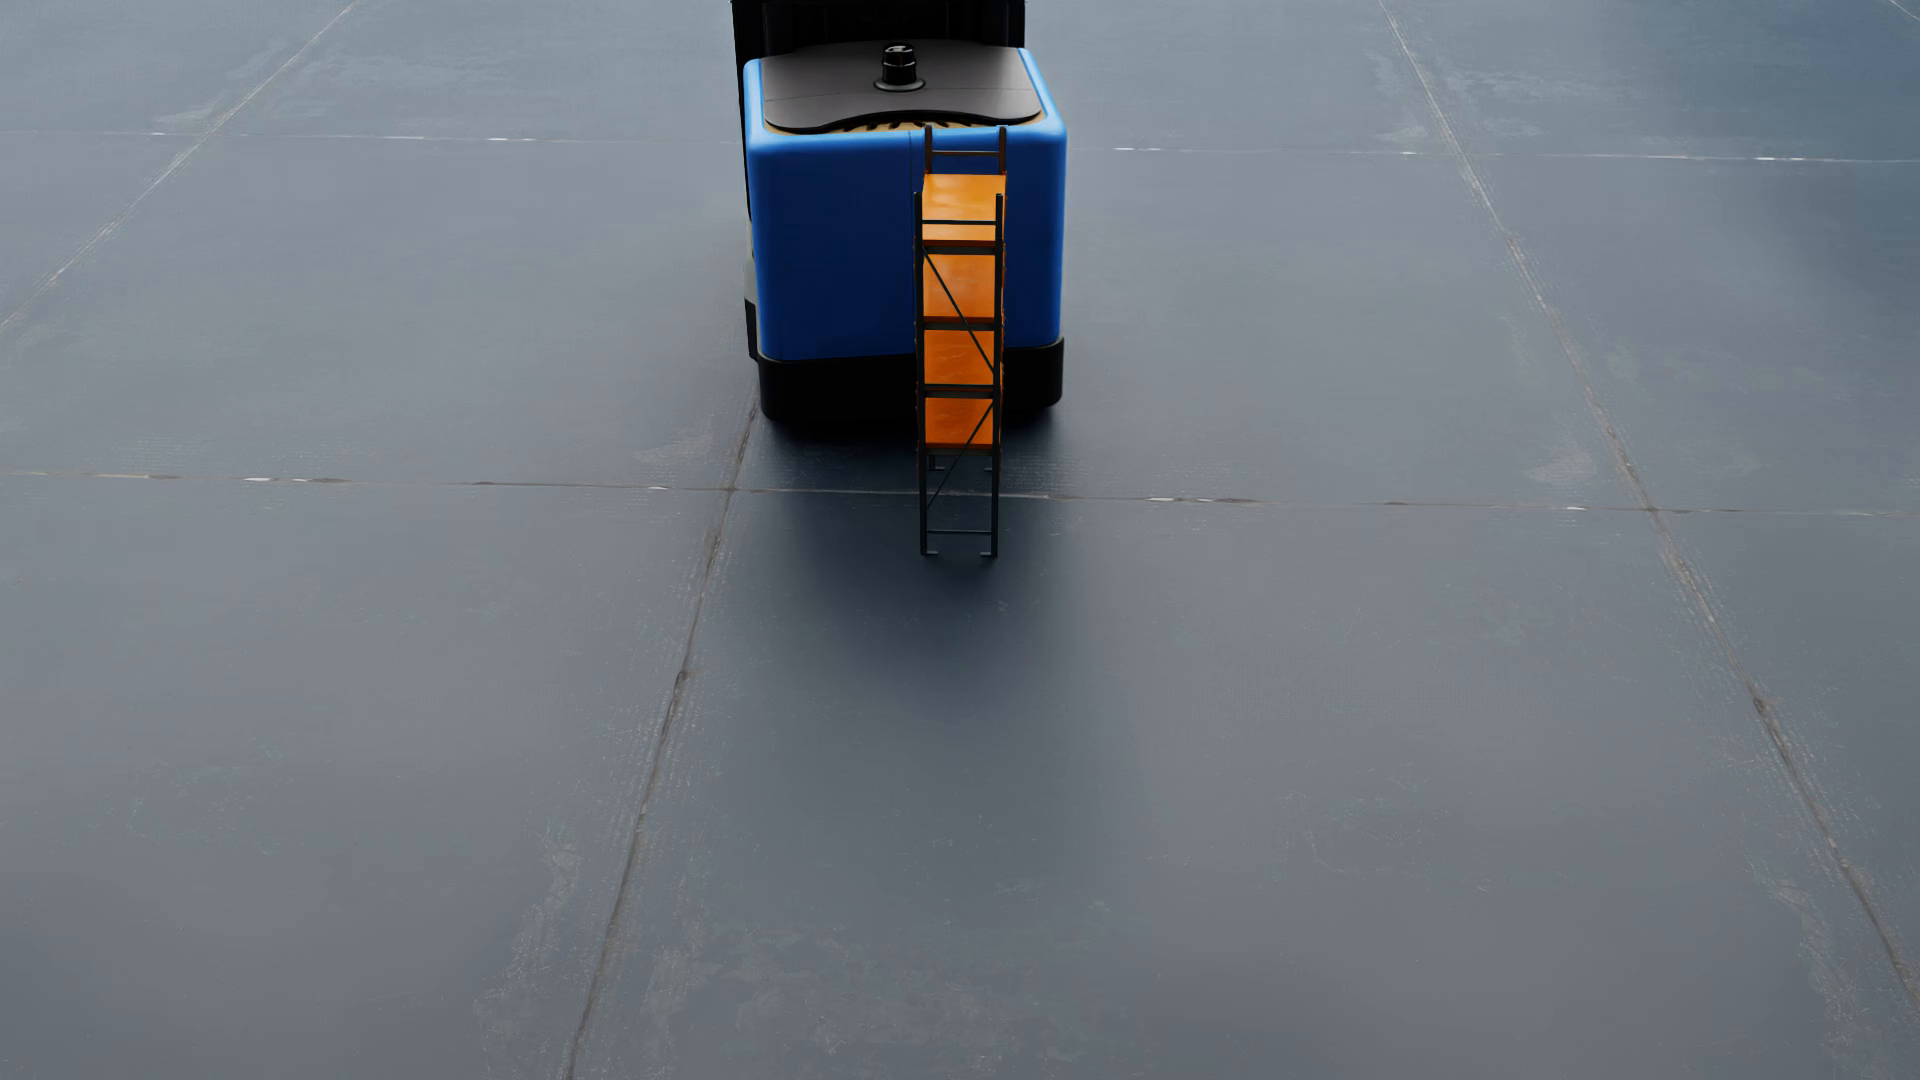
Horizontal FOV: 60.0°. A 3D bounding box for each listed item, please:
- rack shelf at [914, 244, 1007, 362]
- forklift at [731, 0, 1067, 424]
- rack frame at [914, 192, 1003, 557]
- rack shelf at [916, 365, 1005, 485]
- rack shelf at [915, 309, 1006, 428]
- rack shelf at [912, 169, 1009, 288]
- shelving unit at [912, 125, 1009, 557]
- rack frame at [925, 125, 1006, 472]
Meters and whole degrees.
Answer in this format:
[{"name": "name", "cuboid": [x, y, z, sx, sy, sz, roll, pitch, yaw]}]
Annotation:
[{"name": "rack shelf", "cuboid": [0.007, -0.714, 4.950, 0.258, 0.148, 0.480, 1, 35, 2]}, {"name": "forklift", "cuboid": [-0.330, -2.429, 6.157, 1.130, 2.935, 3.031, -4, 35, -6]}, {"name": "rack frame", "cuboid": [-0.003, -0.446, 4.841, 0.240, 1.200, 0.015, 1, 35, 2]}, {"name": "rack shelf", "cuboid": [0.007, -0.368, 5.193, 0.258, 0.148, 0.480, 1, 35, 2]}, {"name": "rack shelf", "cuboid": [0.007, -0.531, 5.079, 0.258, 0.148, 0.480, 1, 35, 2]}, {"name": "rack shelf", "cuboid": [0.007, -0.907, 4.814, 0.258, 0.148, 0.480, 1, 35, 2]}, {"name": "shelving unit", "cuboid": [0.007, -0.586, 5.040, 0.258, 1.200, 0.503, 1, 35, 2]}, {"name": "rack frame", "cuboid": [0.016, -0.726, 5.240, 0.240, 1.200, 0.015, 1, 35, 2]}]
